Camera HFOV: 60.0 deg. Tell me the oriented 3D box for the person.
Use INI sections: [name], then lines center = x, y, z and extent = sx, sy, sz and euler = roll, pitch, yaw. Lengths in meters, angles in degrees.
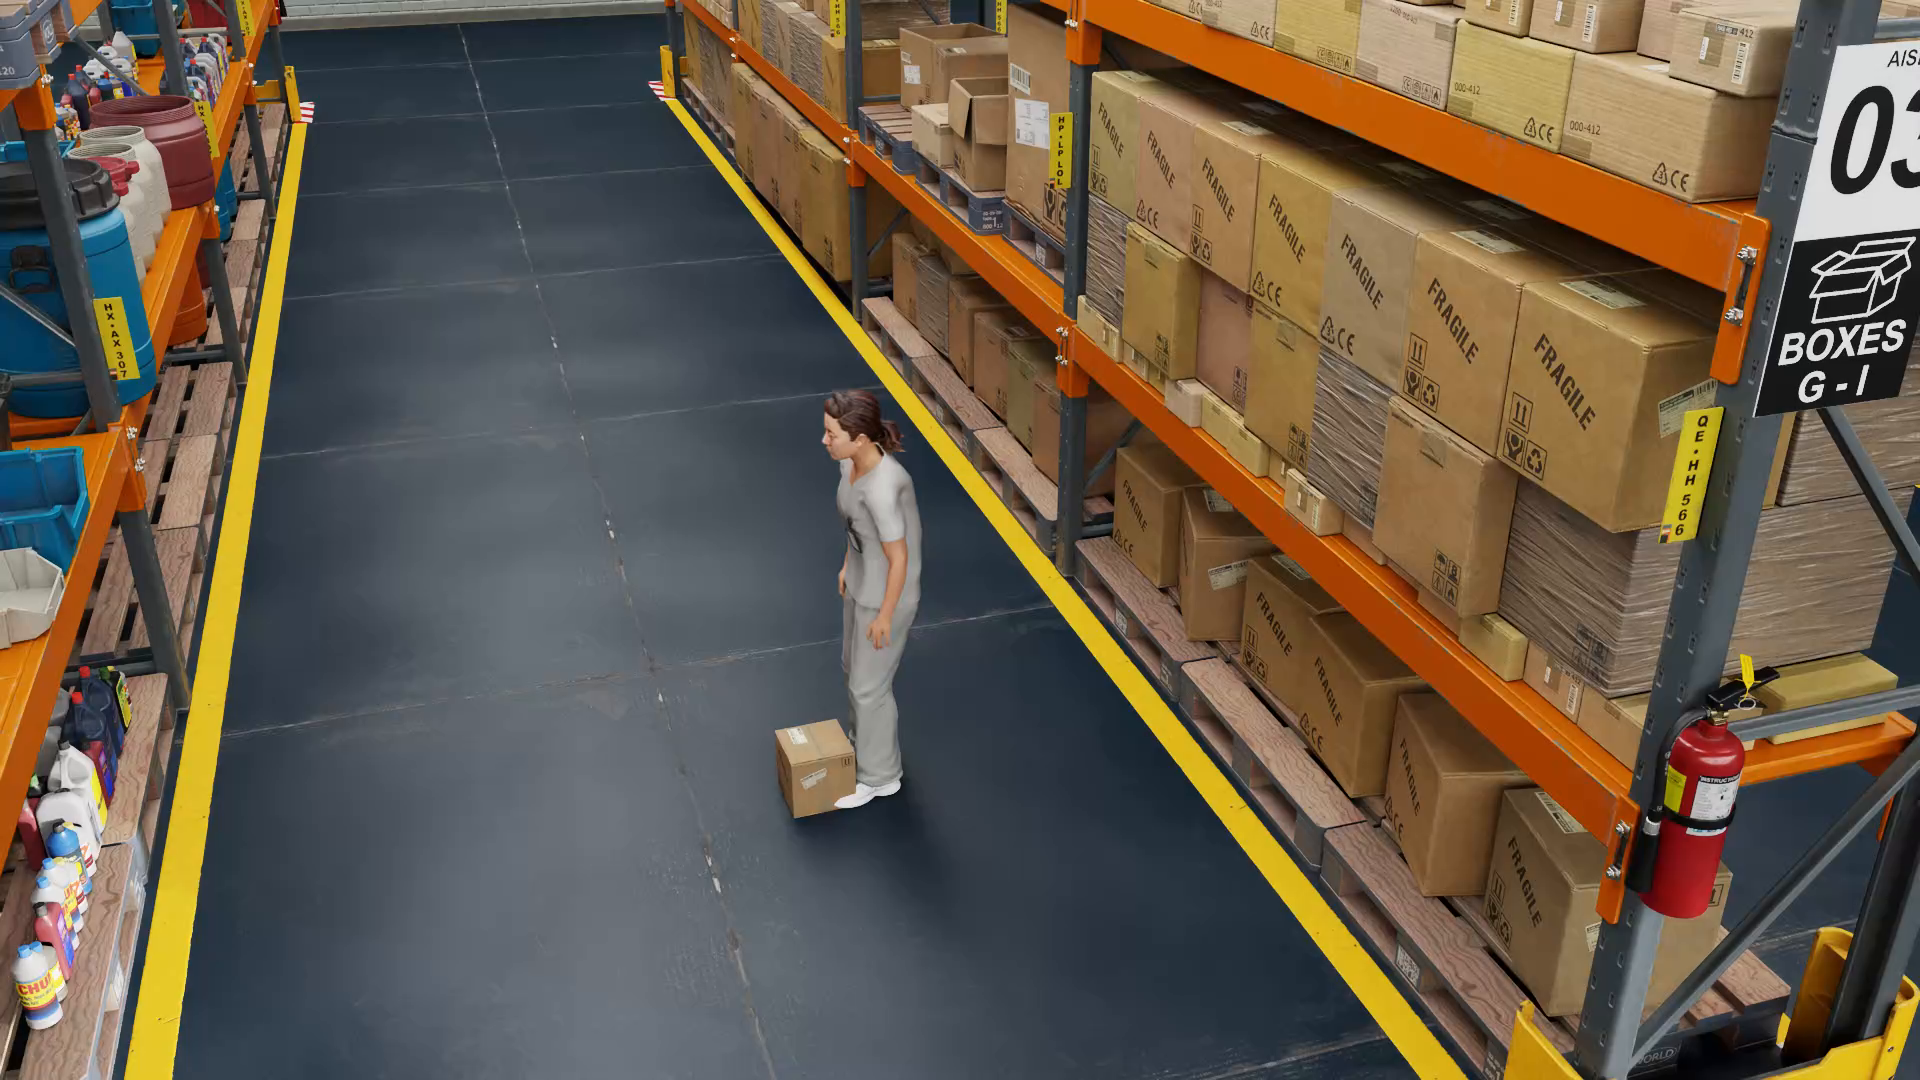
[person]
center = -0.353, 0.211, 6.192
extent = 0.405, 1.672, 0.497
euler = -9, 28, -17
